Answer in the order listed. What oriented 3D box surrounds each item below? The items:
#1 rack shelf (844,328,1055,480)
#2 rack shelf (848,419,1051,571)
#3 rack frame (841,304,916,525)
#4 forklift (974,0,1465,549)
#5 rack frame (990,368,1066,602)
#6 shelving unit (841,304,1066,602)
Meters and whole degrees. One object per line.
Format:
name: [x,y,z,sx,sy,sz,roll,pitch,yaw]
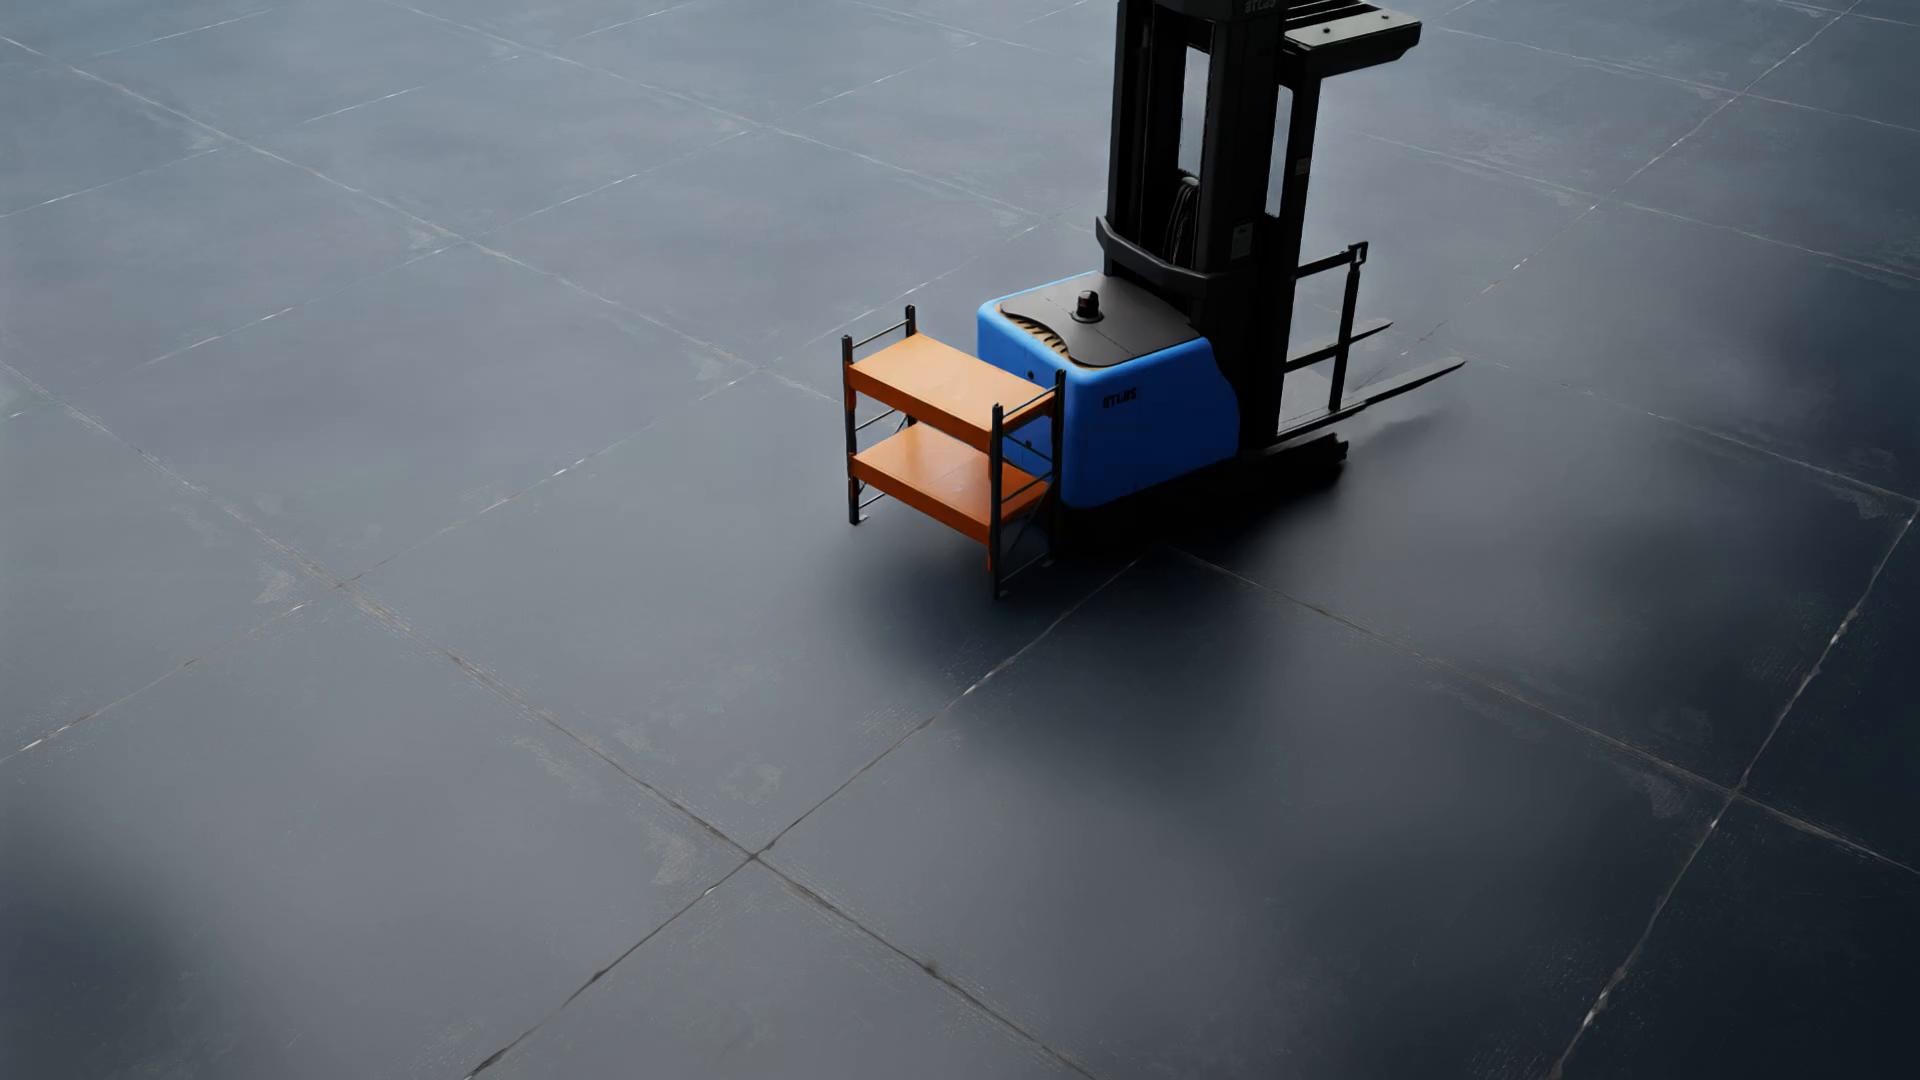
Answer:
rack shelf: [-0.041,-0.698,8.338,1.000,0.278,0.538,28,43,34]
rack shelf: [-0.041,-0.255,8.642,1.000,0.278,0.538,28,43,34]
rack frame: [-0.413,-0.653,8.789,0.032,1.125,0.500,28,43,34]
forklift: [1.592,-1.793,8.853,3.031,2.935,1.130,-20,39,-27]
rack frame: [0.331,-0.261,8.218,0.032,1.125,0.500,28,43,34]
shelving unit: [-0.041,-0.457,8.503,1.048,1.125,0.538,28,43,34]
